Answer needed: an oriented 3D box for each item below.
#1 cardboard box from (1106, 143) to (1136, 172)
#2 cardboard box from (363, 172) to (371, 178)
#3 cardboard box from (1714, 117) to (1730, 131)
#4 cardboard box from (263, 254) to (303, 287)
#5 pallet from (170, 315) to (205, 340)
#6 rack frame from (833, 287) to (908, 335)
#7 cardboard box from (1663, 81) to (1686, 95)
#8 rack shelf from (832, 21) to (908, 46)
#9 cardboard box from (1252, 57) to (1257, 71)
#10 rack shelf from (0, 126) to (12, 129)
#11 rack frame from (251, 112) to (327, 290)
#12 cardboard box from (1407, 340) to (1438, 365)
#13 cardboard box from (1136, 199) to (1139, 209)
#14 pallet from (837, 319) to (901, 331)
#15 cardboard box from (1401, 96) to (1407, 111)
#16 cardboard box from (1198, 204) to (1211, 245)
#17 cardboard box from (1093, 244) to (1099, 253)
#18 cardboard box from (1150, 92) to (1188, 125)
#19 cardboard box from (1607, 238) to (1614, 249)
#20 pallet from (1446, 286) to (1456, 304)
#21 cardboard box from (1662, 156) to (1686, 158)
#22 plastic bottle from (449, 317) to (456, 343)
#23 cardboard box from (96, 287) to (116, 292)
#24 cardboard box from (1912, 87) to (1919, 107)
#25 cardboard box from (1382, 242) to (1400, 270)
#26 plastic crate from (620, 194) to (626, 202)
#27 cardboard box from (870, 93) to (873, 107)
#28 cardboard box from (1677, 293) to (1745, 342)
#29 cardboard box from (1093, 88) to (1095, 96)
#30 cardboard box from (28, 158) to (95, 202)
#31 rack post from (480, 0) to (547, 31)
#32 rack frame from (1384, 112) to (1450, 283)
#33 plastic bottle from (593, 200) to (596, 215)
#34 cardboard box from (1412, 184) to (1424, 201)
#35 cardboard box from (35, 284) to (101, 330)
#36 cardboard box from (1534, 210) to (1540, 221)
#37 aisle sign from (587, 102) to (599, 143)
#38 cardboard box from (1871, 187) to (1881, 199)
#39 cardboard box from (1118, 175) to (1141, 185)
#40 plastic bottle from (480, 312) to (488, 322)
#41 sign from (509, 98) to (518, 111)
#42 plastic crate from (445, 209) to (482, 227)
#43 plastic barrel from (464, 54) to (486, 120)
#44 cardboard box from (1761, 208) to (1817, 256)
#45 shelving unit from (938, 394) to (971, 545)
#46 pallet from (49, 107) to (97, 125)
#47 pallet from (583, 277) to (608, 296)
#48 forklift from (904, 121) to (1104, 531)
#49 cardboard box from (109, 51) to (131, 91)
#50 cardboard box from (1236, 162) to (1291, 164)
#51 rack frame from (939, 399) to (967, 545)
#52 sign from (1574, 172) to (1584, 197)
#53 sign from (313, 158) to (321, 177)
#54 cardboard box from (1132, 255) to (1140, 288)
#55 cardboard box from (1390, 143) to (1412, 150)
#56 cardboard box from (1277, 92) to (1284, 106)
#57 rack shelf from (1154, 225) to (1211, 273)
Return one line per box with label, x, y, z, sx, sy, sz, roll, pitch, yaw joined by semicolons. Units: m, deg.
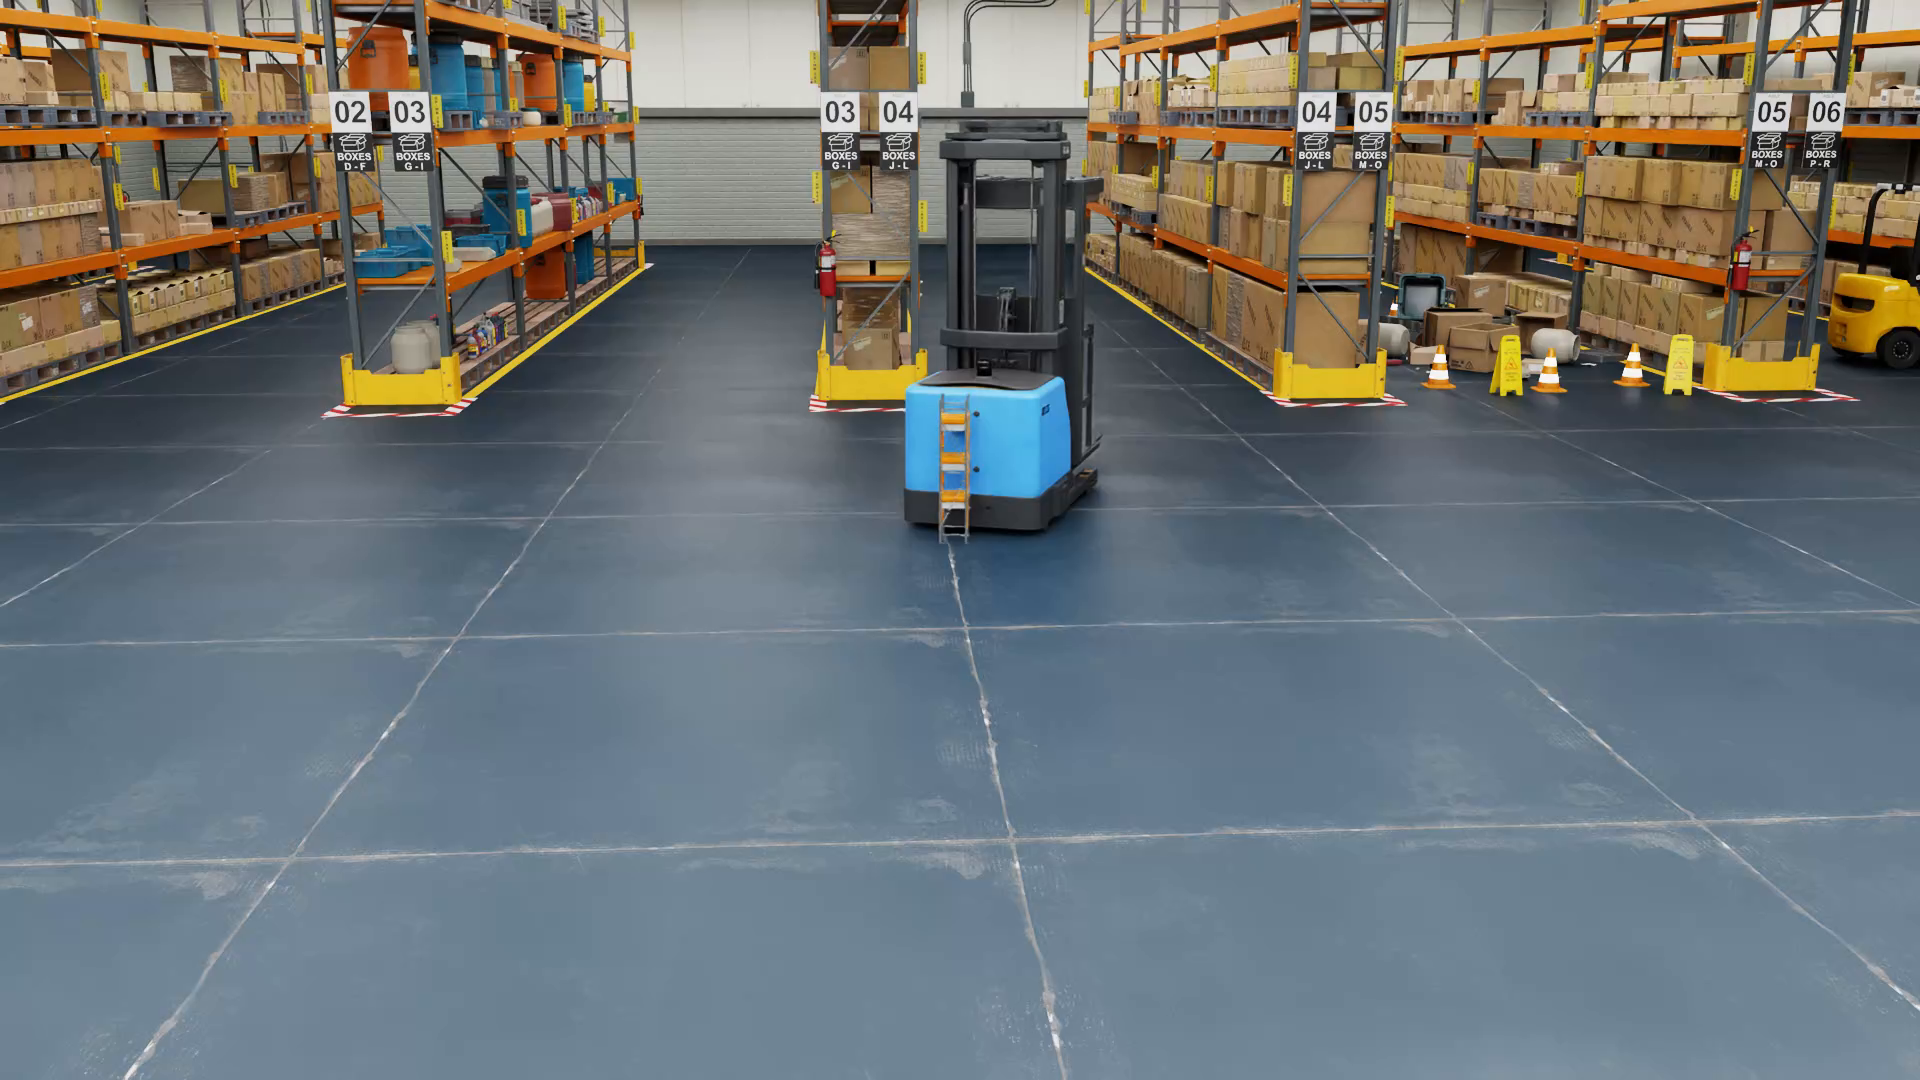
cardboard box;2.938;-6.937;30.162;0.500;0.500;0.500;-1;14;-5
cardboard box;-11.484;-7.111;31.436;0.500;0.500;0.500;0;14;-2
cardboard box;8.603;-4.613;18.419;0.380;0.149;0.250;-1;14;-3
cardboard box;-11.201;-4.452;27.442;0.500;0.500;0.500;-1;14;-3
pallet;-11.238;-2.962;23.115;1.003;0.211;1.213;-1;14;-3
rack frame;-1.187;-3.978;21.466;1.000;3.000;0.127;-1;14;-3
cardboard box;8.508;-5.314;19.542;0.380;0.149;0.250;-1;14;-2
rack shelf;-1.311;-6.838;22.792;1.077;0.370;4.000;-1;14;-3
cardboard box;3.564;-5.461;19.073;0.380;0.149;0.250;-1;14;-3
rack shelf;-16.390;-6.345;26.090;1.077;0.370;4.000;-1;14;-3
rack frame;-11.570;-5.815;28.608;1.000;3.000;0.127;-1;14;-3
cardboard box;5.715;-2.306;20.456;0.396;0.266;0.258;2;15;6
cardboard box;3.003;-5.347;26.450;0.380;0.149;0.250;-1;14;-2
pallet;-1.237;-2.821;22.566;1.003;0.211;1.213;-1;14;-3
cardboard box;7.890;-7.581;28.880;0.396;0.266;0.258;-1;14;-4
cardboard box;3.471;-4.203;22.142;0.500;0.500;0.500;-1;14;-4
cardboard box;2.774;-5.652;32.256;0.380;0.149;0.250;0;14;-2
cardboard box;3.233;-6.663;25.683;0.500;0.500;0.500;-1;14;-3
cardboard box;8.518;-3.798;21.273;0.380;0.149;0.250;-1;14;-4
pallet;8.483;-3.972;27.041;1.003;0.211;1.213;-1;14;-3
cardboard box;13.336;-7.007;31.439;0.500;0.500;0.500;-1;14;-5
plastic bottle;-6.351;-2.627;20.648;0.144;0.351;0.185;-1;14;-3
cardboard box;-11.424;-3.195;21.973;0.500;0.311;0.500;0;14;-2
cardboard box;13.370;-6.046;22.620;0.500;0.311;0.500;-1;14;-5
cardboard box;8.277;-5.241;30.674;0.875;0.438;0.875;-1;14;-4
plastic crate;-6.643;-6.587;32.016;0.396;0.136;0.243;-1;14;-3
cardboard box;-0.783;-4.755;17.968;0.380;0.149;0.250;-1;14;-4
cardboard box;8.642;-2.566;19.150;0.500;0.500;0.500;-1;14;-3
cardboard box;2.761;-8.612;31.957;0.380;0.149;0.250;-1;14;-4
cardboard box;-11.041;-4.392;20.273;0.700;0.500;0.500;-1;14;-3
rack post;-6.338;-7.392;22.295;1.013;1.000;3.121;-1;14;-3
rack frame;8.208;-6.120;29.794;1.000;3.000;0.127;-1;14;-3
plastic bottle;-6.256;-5.647;28.203;0.152;0.276;0.135;-1;14;-3
cardboard box;8.019;-5.921;28.316;0.500;0.250;0.500;-1;14;-3
cardboard box;-10.808;-2.824;20.153;0.500;0.500;0.500;-1;14;-3
cardboard box;8.348;-4.590;23.508;0.380;0.149;0.250;-1;14;-3
aisle sign;-7.175;-8.158;32.496;0.394;0.787;0.004;-1;14;-3
cardboard box;13.307;-4.970;23.819;0.380;0.149;0.250;-1;14;-3
cardboard box;2.889;-6.088;28.137;0.380;0.149;0.250;-1;14;-4
plastic bottle;-5.947;-2.674;20.831;0.144;0.351;0.185;-1;14;-3
sign;-5.581;-5.364;20.817;0.100;0.325;0.005;-1;14;-3
plastic crate;-6.466;-4.048;21.611;0.402;0.464;0.583;-1;14;-3
plastic barrel;-6.378;-5.720;21.212;0.600;0.901;0.708;-1;14;-3
cardboard box;9.199;-3.450;18.620;0.500;0.500;0.500;-1;14;-4
shelving unit;-0.039;-0.505;11.884;0.215;1.050;0.252;1;14;4
pallet;-10.996;-5.024;19.690;1.003;0.211;1.213;-1;14;-3
pallet;-6.620;-4.348;28.501;1.003;0.211;1.213;-1;14;-3
forklift;0.500;-1.811;13.181;1.130;2.935;3.031;4;15;16
cardboard box;-11.132;-6.068;21.522;0.500;0.500;0.500;1;14;2
cardboard box;3.909;-4.397;20.630;0.875;0.550;0.550;-1;14;-3
rack frame;-0.048;-0.475;11.766;0.200;1.050;0.008;1;14;4
sign;8.150;-4.682;21.880;0.100;0.325;0.005;-1;14;-3
sign;-11.016;-6.386;28.501;0.100;0.325;0.005;-1;14;-3
cardboard box;3.143;-4.437;27.425;0.500;0.500;0.500;-2;15;-6
cardboard box;7.964;-7.106;30.116;0.380;0.149;0.250;-1;14;-2
cardboard box;3.644;-4.757;17.937;0.380;0.149;0.250;-1;14;-3
rack shelf;3.646;-4.178;23.689;1.077;0.370;4.000;-1;14;-3
